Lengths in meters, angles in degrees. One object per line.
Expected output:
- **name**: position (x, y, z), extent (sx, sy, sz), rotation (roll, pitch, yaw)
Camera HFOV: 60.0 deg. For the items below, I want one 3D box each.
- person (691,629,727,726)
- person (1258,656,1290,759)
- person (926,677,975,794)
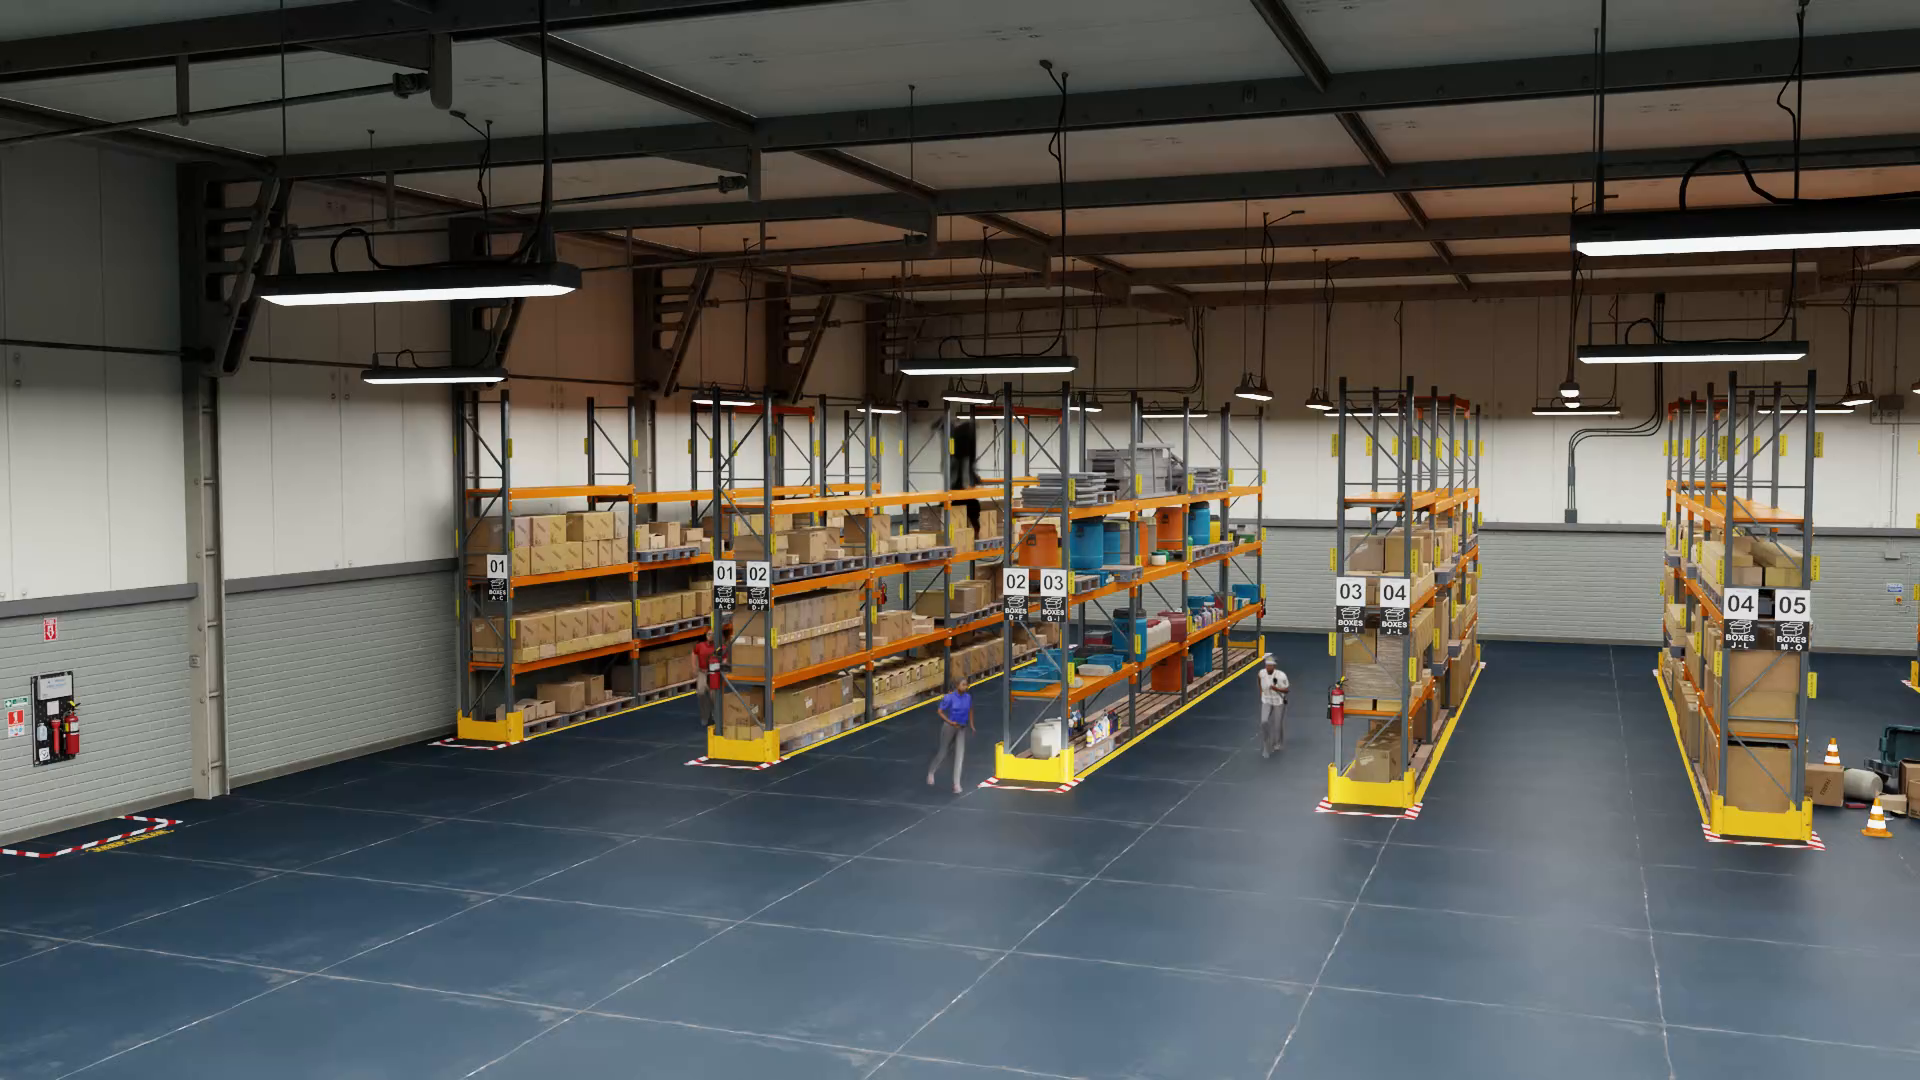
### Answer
- **person**: position (-4.569, 2.507, 30.263), extent (0.668, 1.762, 0.737), rotation (0, 3, -3)
- **person**: position (5.107, 2.694, 27.059), extent (0.570, 1.675, 0.912), rotation (1, 3, 22)
- **person**: position (-0.062, 2.829, 24.455), extent (0.687, 1.645, 0.864), rotation (-2, 4, -27)
